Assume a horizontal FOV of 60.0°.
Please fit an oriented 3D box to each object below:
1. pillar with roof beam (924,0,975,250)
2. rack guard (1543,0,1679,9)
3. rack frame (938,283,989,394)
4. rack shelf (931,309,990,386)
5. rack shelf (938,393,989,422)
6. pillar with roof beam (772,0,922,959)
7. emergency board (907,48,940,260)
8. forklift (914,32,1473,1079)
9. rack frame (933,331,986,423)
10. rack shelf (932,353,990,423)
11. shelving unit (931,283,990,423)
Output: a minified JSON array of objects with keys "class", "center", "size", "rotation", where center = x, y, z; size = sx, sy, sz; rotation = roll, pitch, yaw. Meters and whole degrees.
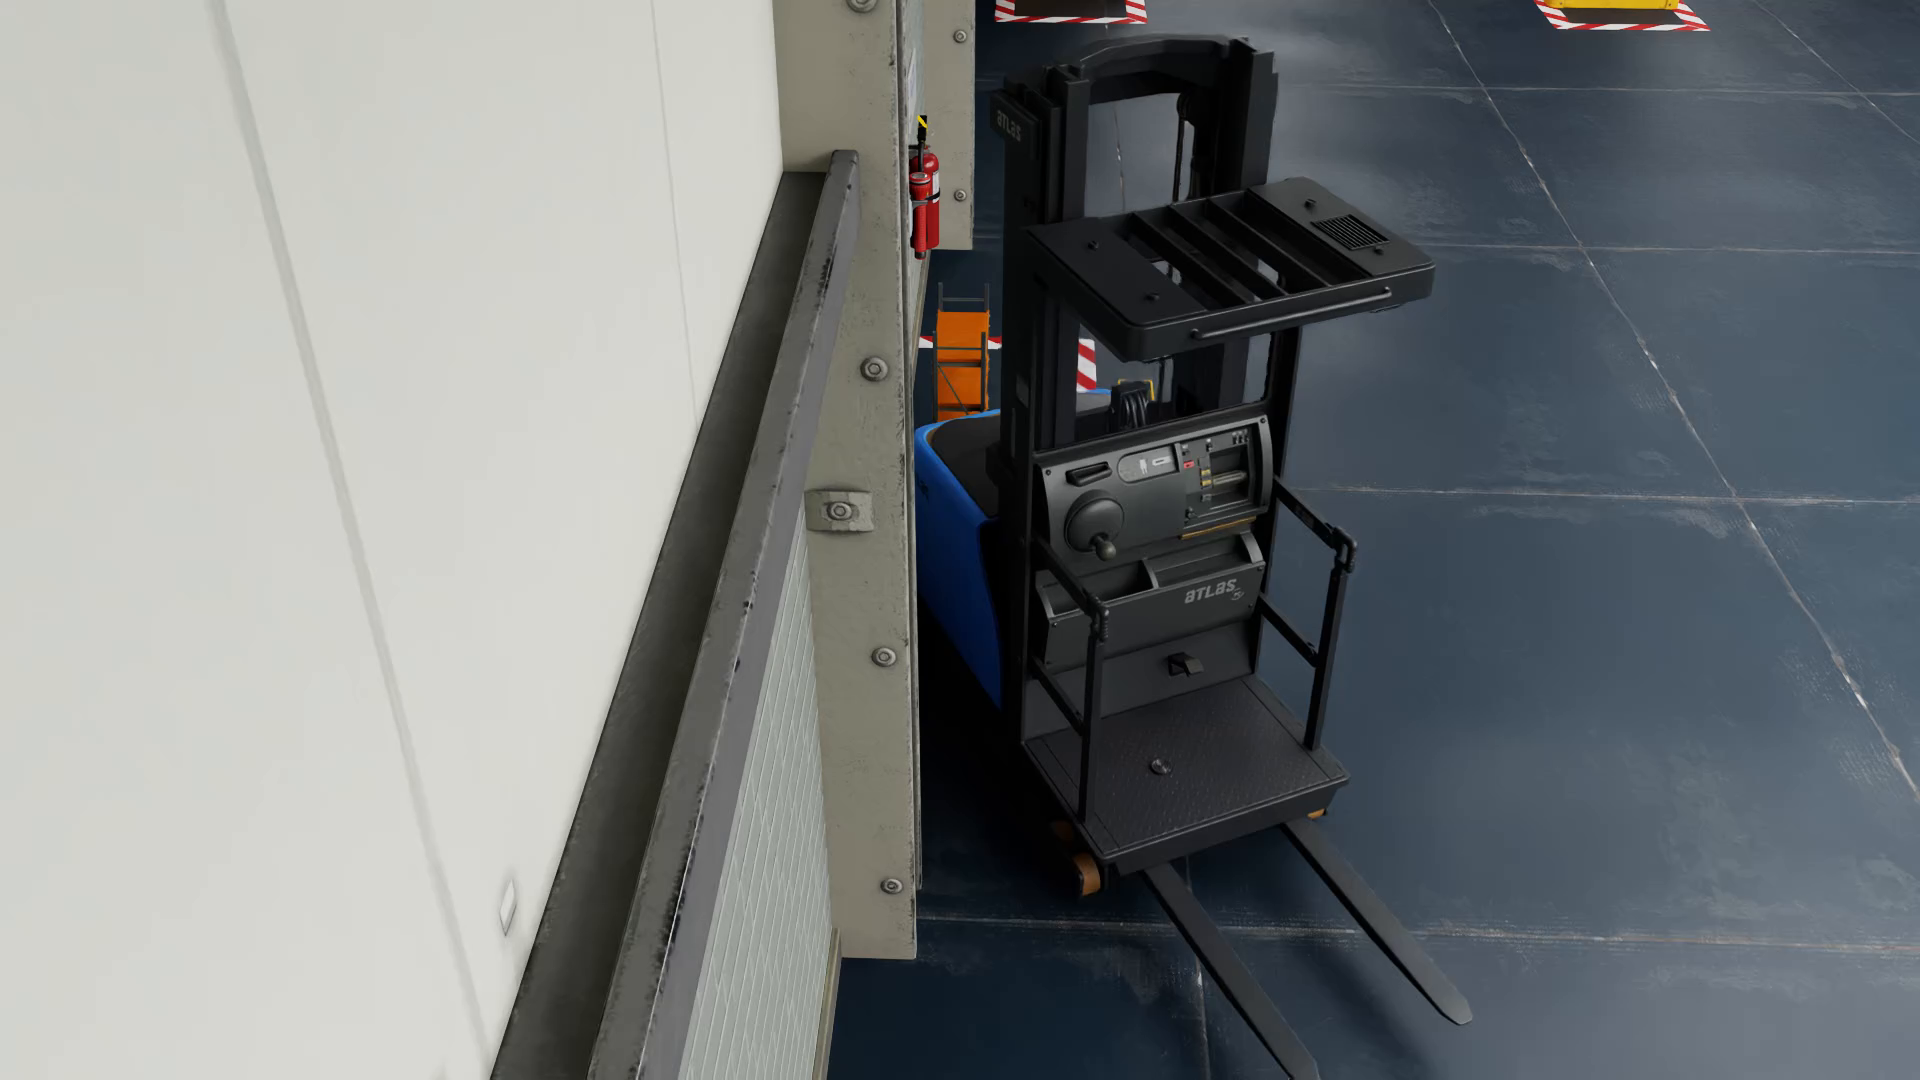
[{"class":"pillar with roof beam","center":[4.234,-5.616,8.415],"size":[9.100,9.000,0.400],"rotation":[1,35,2]},{"class":"rack guard","center":[5.959,-5.138,15.125],"size":[1.175,0.500,0.348],"rotation":[1,35,2]},{"class":"rack frame","center":[0.016,-0.726,8.240],"size":[0.240,1.200,0.015],"rotation":[1,35,2]},{"class":"rack shelf","center":[0.007,-0.907,7.814],"size":[0.258,0.148,0.480],"rotation":[1,35,2]},{"class":"rack shelf","center":[0.007,-0.531,8.079],"size":[0.258,0.148,0.480],"rotation":[1,35,2]},{"class":"pillar with roof beam","center":[3.993,-2.169,3.510],"size":[9.100,9.000,0.400],"rotation":[1,35,2]},{"class":"emergency board","center":[-0.205,-1.842,8.263],"size":[0.194,1.169,0.643],"rotation":[1,35,2]},{"class":"forklift","center":[0.811,-0.129,5.885],"size":[1.130,2.935,3.031],"rotation":[-14,37,-19]},{"class":"rack frame","center":[-0.003,-0.446,7.841],"size":[0.240,1.200,0.015],"rotation":[1,35,2]},{"class":"rack shelf","center":[0.007,-0.714,7.950],"size":[0.258,0.148,0.480],"rotation":[1,35,2]},{"class":"shelving unit","center":[0.007,-0.586,8.040],"size":[0.258,1.200,0.503],"rotation":[1,35,2]}]
